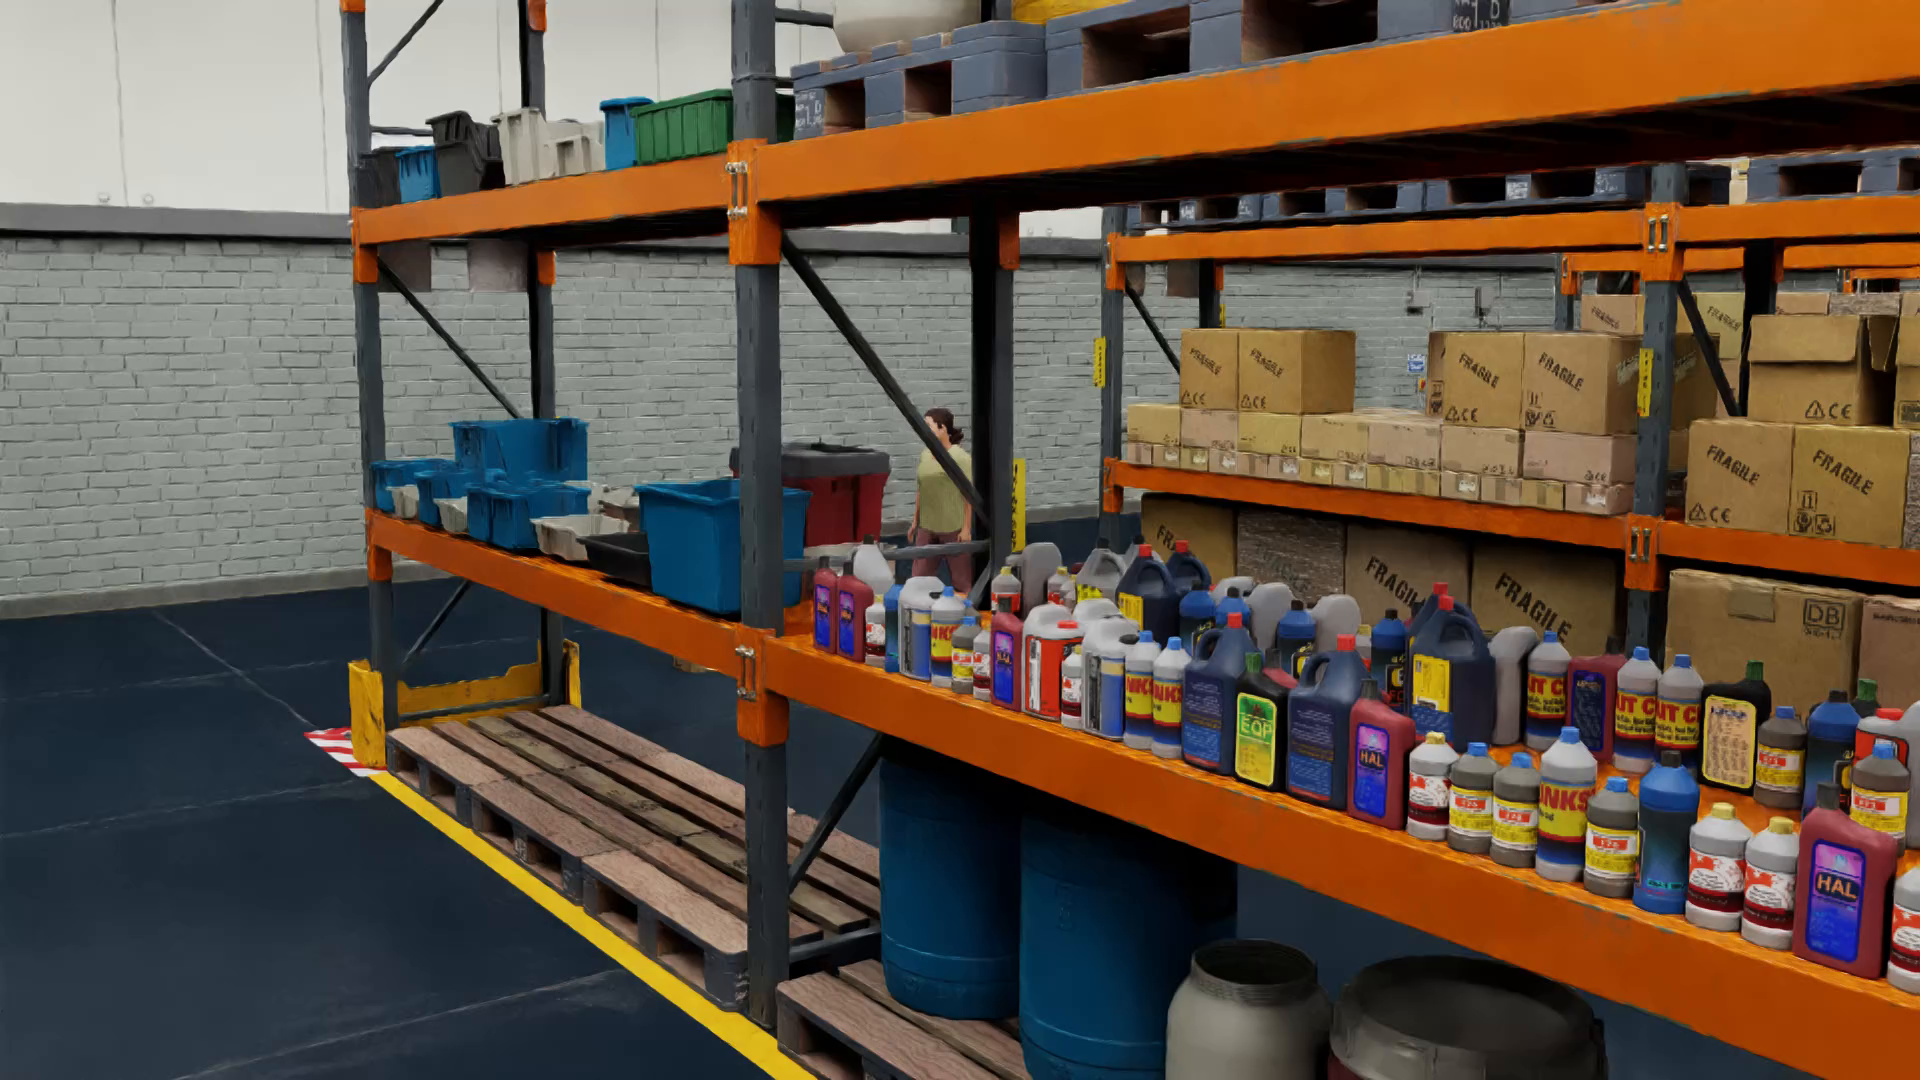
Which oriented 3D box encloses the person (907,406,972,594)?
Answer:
[{"bbox_3d":[-0.164,-0.066,11.227,0.576,1.664,0.623,6,10,38],"label":"person"}]
